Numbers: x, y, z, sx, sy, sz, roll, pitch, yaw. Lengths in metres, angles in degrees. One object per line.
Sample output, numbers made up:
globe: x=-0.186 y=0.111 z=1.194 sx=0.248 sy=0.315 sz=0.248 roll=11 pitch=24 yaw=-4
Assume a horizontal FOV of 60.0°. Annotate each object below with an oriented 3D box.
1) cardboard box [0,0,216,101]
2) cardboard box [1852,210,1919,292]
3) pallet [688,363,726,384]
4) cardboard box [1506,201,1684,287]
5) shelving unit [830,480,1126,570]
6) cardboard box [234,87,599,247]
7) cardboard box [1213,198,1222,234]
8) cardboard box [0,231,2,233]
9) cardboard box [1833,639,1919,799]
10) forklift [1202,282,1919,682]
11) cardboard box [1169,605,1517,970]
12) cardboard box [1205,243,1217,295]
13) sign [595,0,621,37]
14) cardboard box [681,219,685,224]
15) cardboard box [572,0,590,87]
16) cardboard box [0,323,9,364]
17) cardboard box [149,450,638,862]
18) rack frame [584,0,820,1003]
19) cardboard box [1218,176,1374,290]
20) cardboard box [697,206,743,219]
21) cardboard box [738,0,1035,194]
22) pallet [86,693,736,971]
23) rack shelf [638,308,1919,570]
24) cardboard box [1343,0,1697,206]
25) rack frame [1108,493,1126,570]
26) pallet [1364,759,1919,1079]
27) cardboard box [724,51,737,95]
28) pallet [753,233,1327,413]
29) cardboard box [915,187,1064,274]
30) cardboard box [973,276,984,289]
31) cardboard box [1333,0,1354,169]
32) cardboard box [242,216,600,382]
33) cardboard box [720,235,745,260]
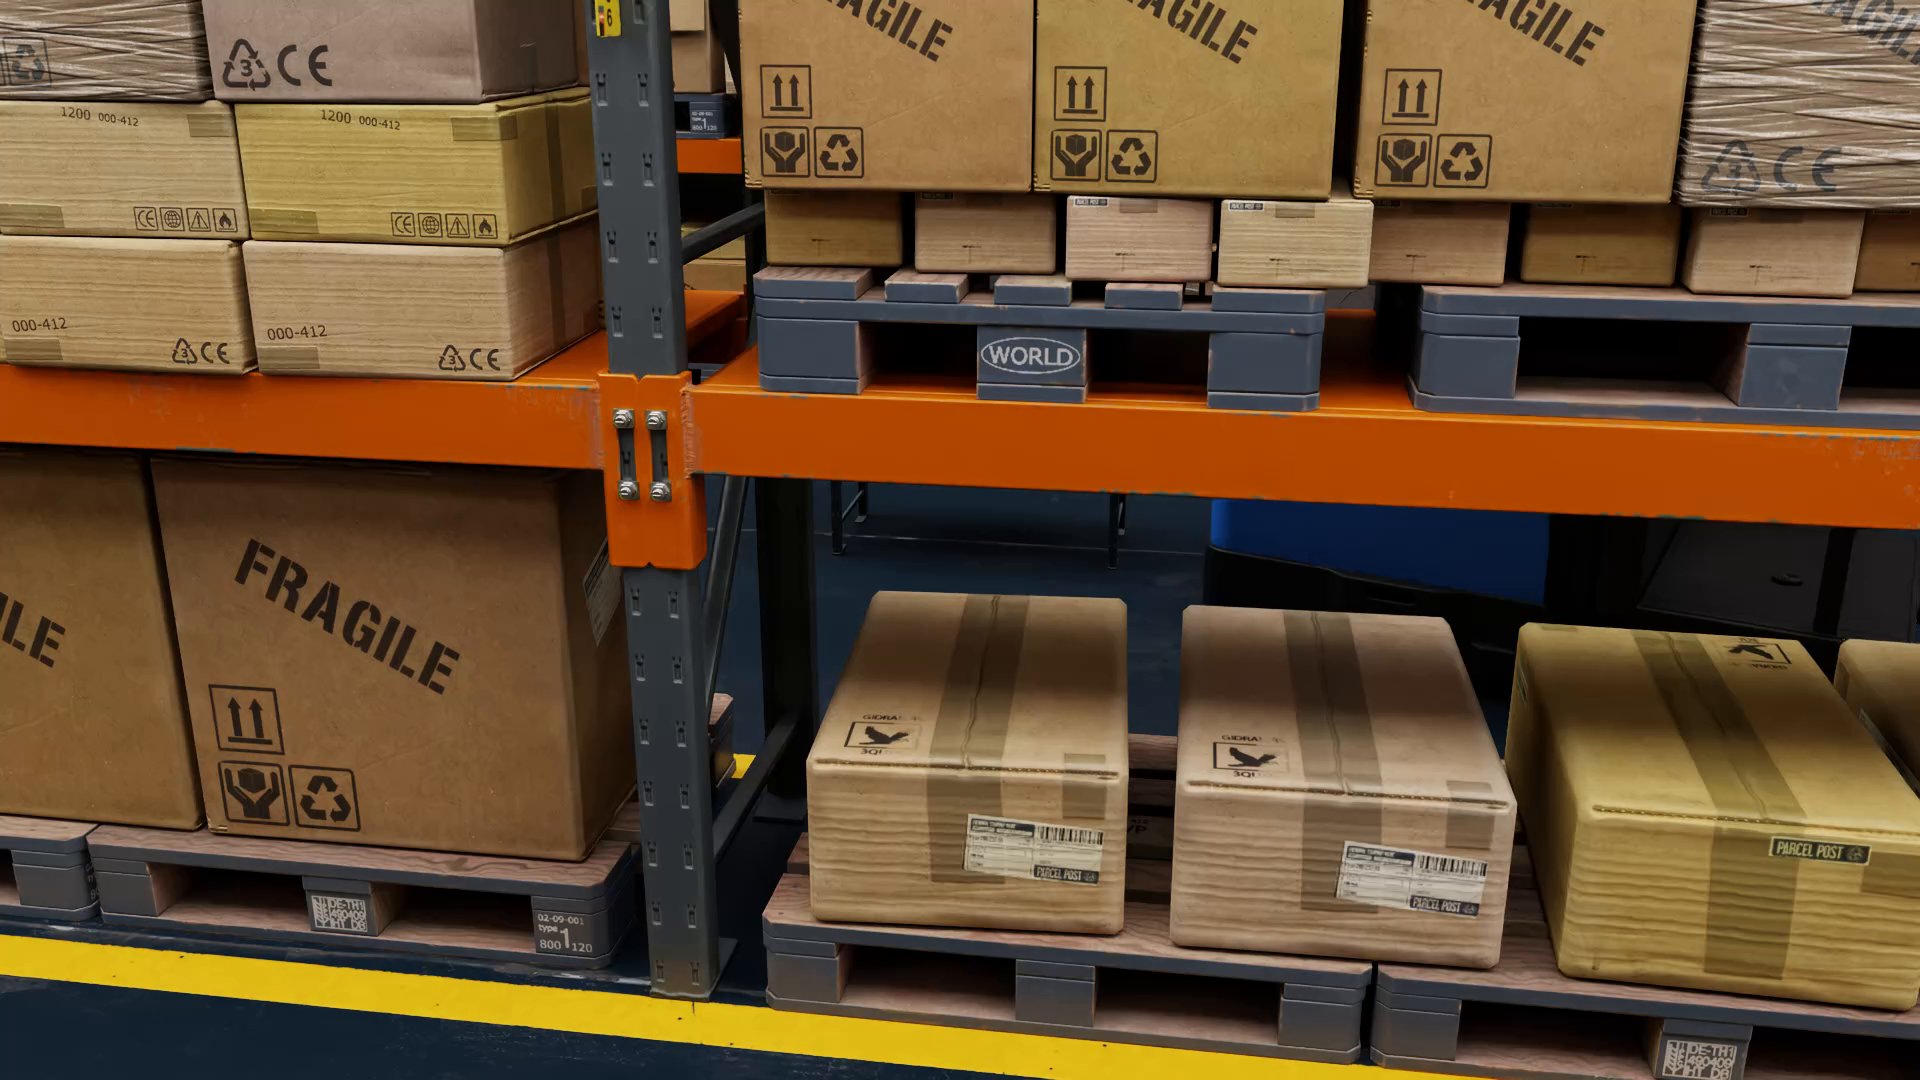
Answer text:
cardboard box: x=-1.563 y=-1.113 z=3.168 sx=0.500 sy=0.500 sz=0.500 roll=3 pitch=19 yaw=10
cardboard box: x=1.646 y=-0.543 z=2.934 sx=0.250 sy=0.149 sz=0.380 roll=2 pitch=19 yaw=7
pallet: x=-1.652 y=-0.968 z=8.864 sx=1.213 sy=0.211 sz=1.003 roll=3 pitch=19 yaw=9
cardboard box: x=1.129 y=-0.566 z=3.002 sx=0.250 sy=0.149 sz=0.380 roll=4 pitch=19 yaw=11
shelving unit: x=0.084 y=-0.707 z=6.052 sx=1.048 sy=1.500 sz=0.538 roll=3 pitch=19 yaw=9
cardboard box: x=-1.021 y=-0.735 z=3.220 sx=0.500 sy=0.250 sz=0.500 roll=3 pitch=19 yaw=8
cardboard box: x=0.637 y=-0.756 z=3.571 sx=0.250 sy=0.149 sz=0.380 roll=2 pitch=19 yaw=6
cardboard box: x=-2.037 y=-0.779 z=3.351 sx=0.500 sy=0.250 sz=0.500 roll=2 pitch=19 yaw=7
cardboard box: x=2.218 y=0.564 z=3.371 sx=0.625 sy=0.372 sz=0.950 roll=4 pitch=19 yaw=12
forklift: x=2.319 y=-0.980 z=4.612 sx=3.031 sy=2.935 sz=1.130 roll=10 pitch=21 yaw=28
cardboard box: x=0.783 y=0.489 z=3.593 sx=0.625 sy=0.372 sz=0.950 roll=3 pitch=19 yaw=8
cardboard box: x=1.541 y=-1.186 z=8.201 sx=0.625 sy=0.625 sz=0.875 roll=4 pitch=19 yaw=10
sign: x=-0.588 y=-0.999 z=2.736 sx=0.005 sy=0.325 sz=0.100 roll=3 pitch=19 yaw=9
cardboard box: x=-1.552 y=-1.522 z=8.378 sx=0.250 sy=0.149 sz=0.380 roll=2 pitch=19 yaw=6
cardboard box: x=-0.951 y=-1.247 z=3.569 sx=0.500 sy=0.500 sz=0.500 roll=2 pitch=19 yaw=7
cardboard box: x=-2.045 y=-0.548 z=3.450 sx=0.500 sy=0.250 sz=0.500 roll=3 pitch=19 yaw=8
cardboard box: x=-1.172 y=0.124 z=3.893 sx=0.875 sy=0.875 sz=0.875 roll=3 pitch=19 yaw=8
rack frame: x=-0.503 y=-0.624 z=3.440 sx=0.127 sy=3.000 sz=1.000 roll=3 pitch=19 yaw=9
cardboard box: x=0.593 y=-0.556 z=2.972 sx=0.250 sy=0.149 sz=0.380 roll=3 pitch=19 yaw=9
cardboard box: x=-1.220 y=-1.674 z=8.835 sx=0.250 sy=0.149 sz=0.380 roll=3 pitch=19 yaw=7
cardboard box: x=-0.095 y=-0.916 z=3.026 sx=0.500 sy=0.500 sz=0.500 roll=2 pitch=19 yaw=7
pallet: x=-1.269 y=0.635 z=4.072 sx=1.213 sy=0.211 sz=1.003 roll=3 pitch=19 yaw=9
rack shelf: x=1.472 y=-0.182 z=3.254 sx=4.000 sy=0.370 sz=1.077 roll=3 pitch=19 yaw=9
cardboard box: x=0.946 y=-0.868 z=2.881 sx=0.500 sy=0.500 sz=0.500 roll=3 pitch=19 yaw=10
rack frame: x=0.586 y=-0.681 z=5.976 sx=0.032 sy=1.500 sz=0.500 roll=3 pitch=19 yaw=9
pallet: x=1.469 y=0.800 z=3.578 sx=1.213 sy=0.211 sz=1.003 roll=3 pitch=19 yaw=9
cardboard box: x=-0.812 y=-2.259 z=7.901 sx=0.500 sy=0.250 sz=0.500 roll=2 pitch=19 yaw=6
pallet: x=0.218 y=-0.530 z=3.463 sx=1.003 sy=0.211 sz=1.213 roll=3 pitch=19 yaw=9
cardboard box: x=0.062 y=-0.605 z=3.117 sx=0.250 sy=0.149 sz=0.380 roll=2 pitch=19 yaw=5
cardboard box: x=-0.171 y=-1.147 z=8.281 sx=0.500 sy=0.500 sz=0.500 roll=3 pitch=19 yaw=10
cardboard box: x=1.001 y=-1.028 z=3.360 sx=0.500 sy=0.500 sz=0.500 roll=2 pitch=19 yaw=5
cardboard box: x=-1.043 y=-0.497 z=3.297 sx=0.500 sy=0.250 sz=0.500 roll=2 pitch=19 yaw=7
cardboard box: x=-1.028 y=-1.505 z=8.328 sx=0.250 sy=0.149 sz=0.380 roll=3 pitch=19 yaw=10
